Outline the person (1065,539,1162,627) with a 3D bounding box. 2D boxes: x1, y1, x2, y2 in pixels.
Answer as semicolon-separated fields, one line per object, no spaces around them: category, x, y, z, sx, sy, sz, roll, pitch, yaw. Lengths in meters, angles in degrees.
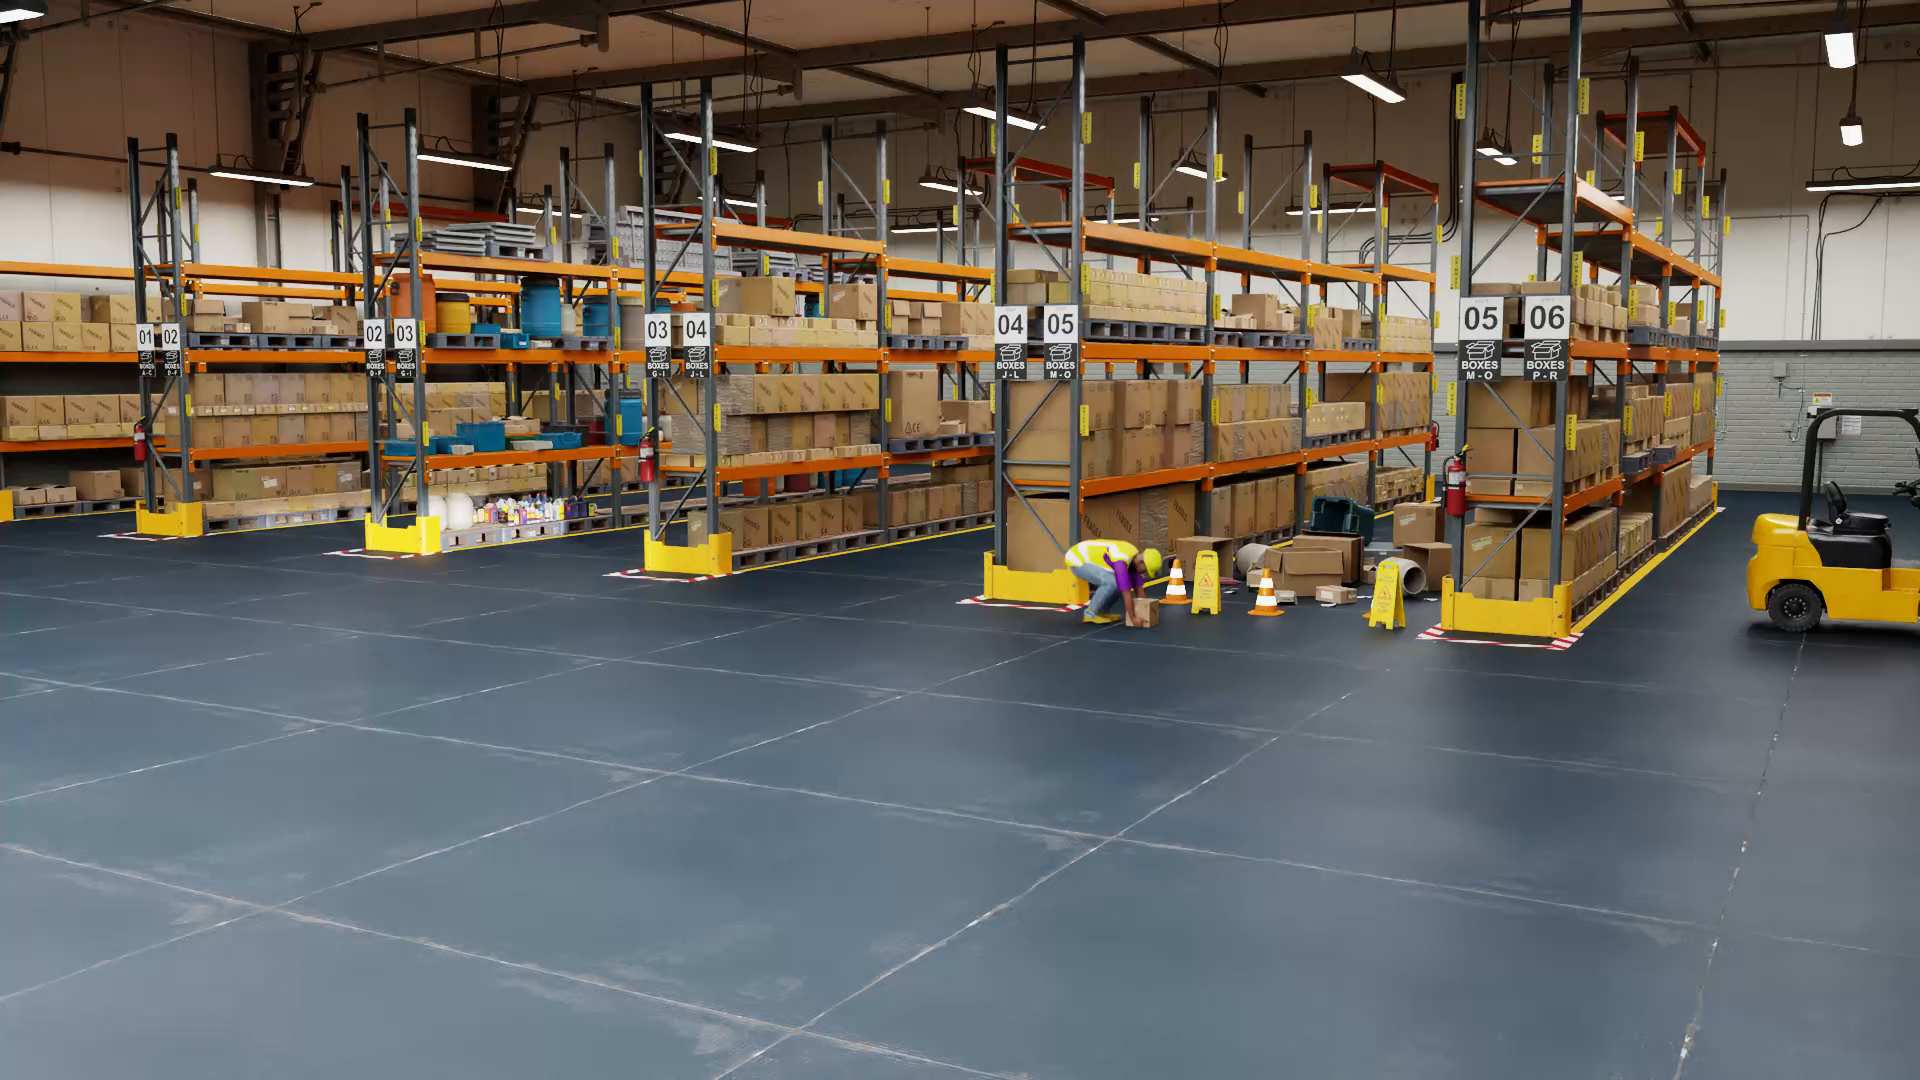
person;1.541;0.422;16.582;0.980;0.850;0.511;3;7;27
